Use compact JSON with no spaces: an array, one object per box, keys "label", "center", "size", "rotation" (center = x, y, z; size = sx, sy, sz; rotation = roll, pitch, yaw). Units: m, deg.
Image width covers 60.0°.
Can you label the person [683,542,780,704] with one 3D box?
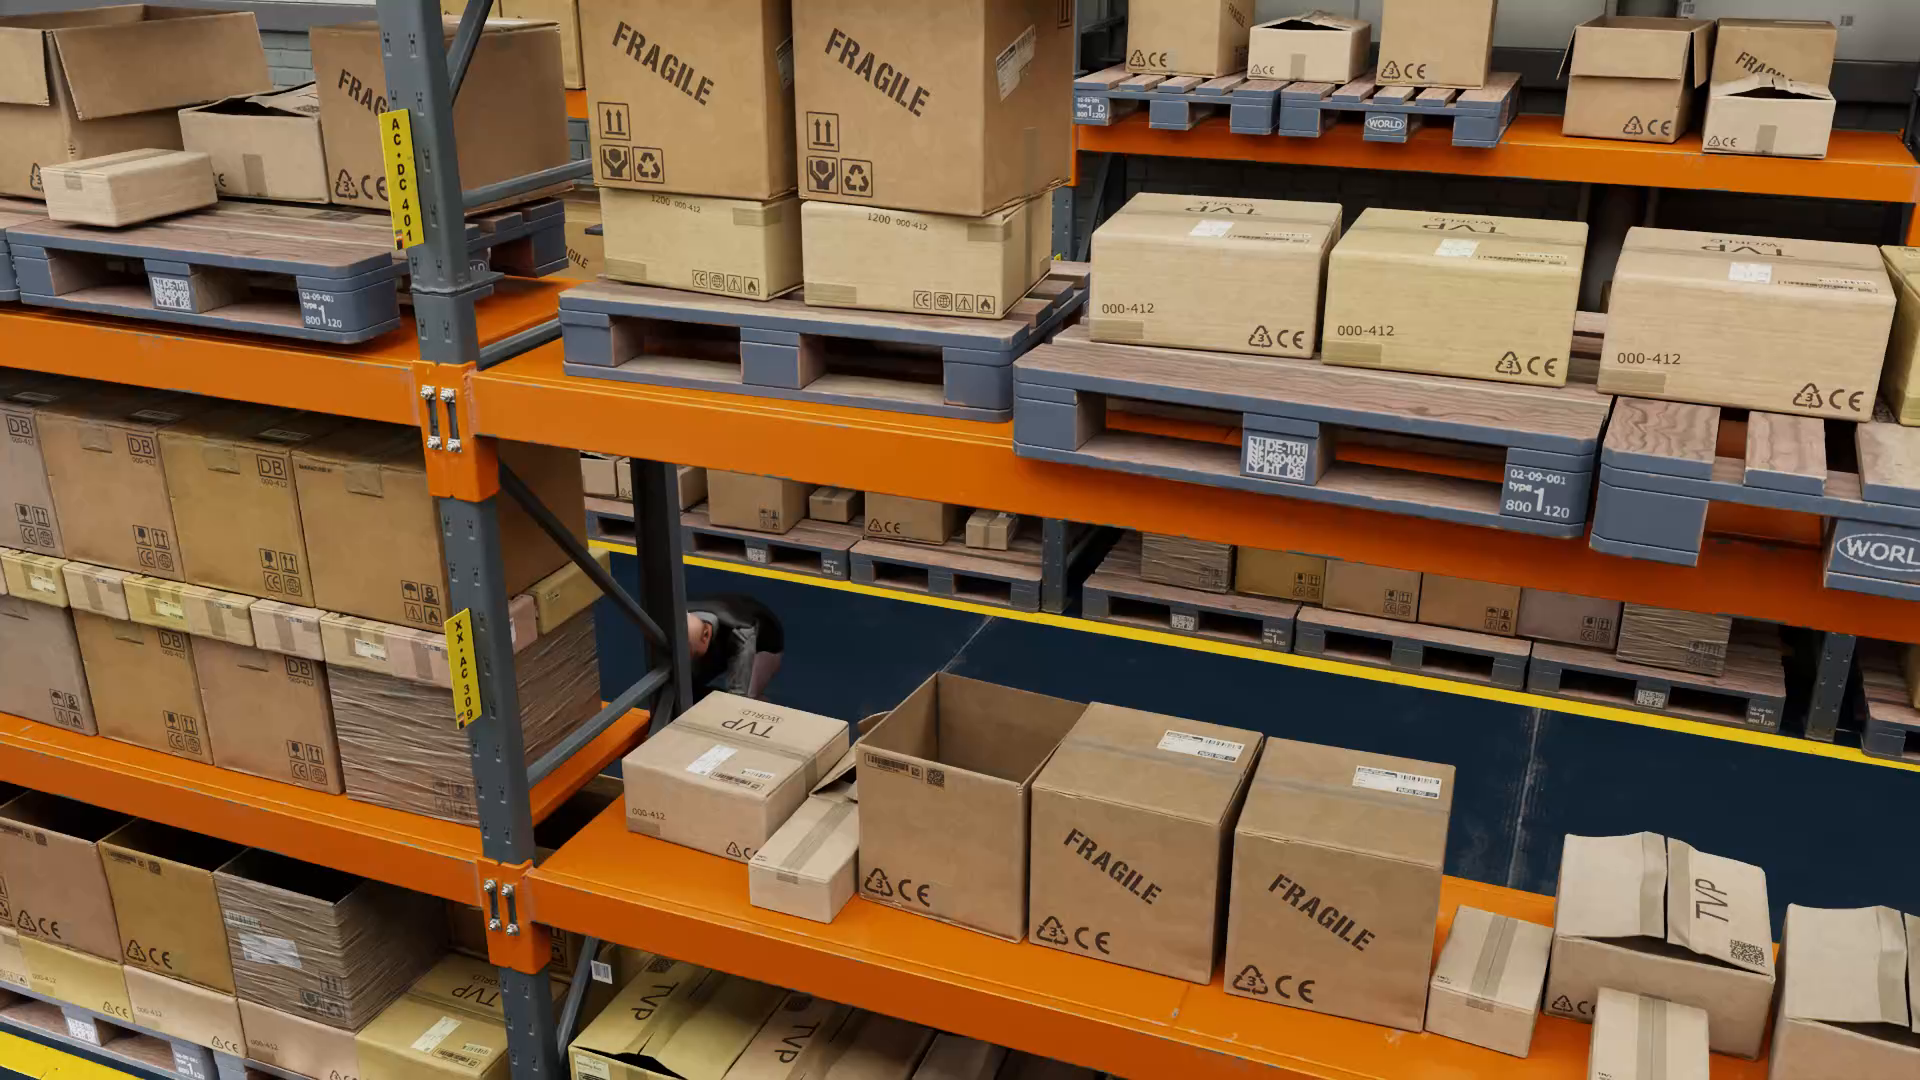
[{"label":"person","center":[-1.187,0.557,7.993],"size":[0.510,0.959,0.944],"rotation":[7,23,18]}]
